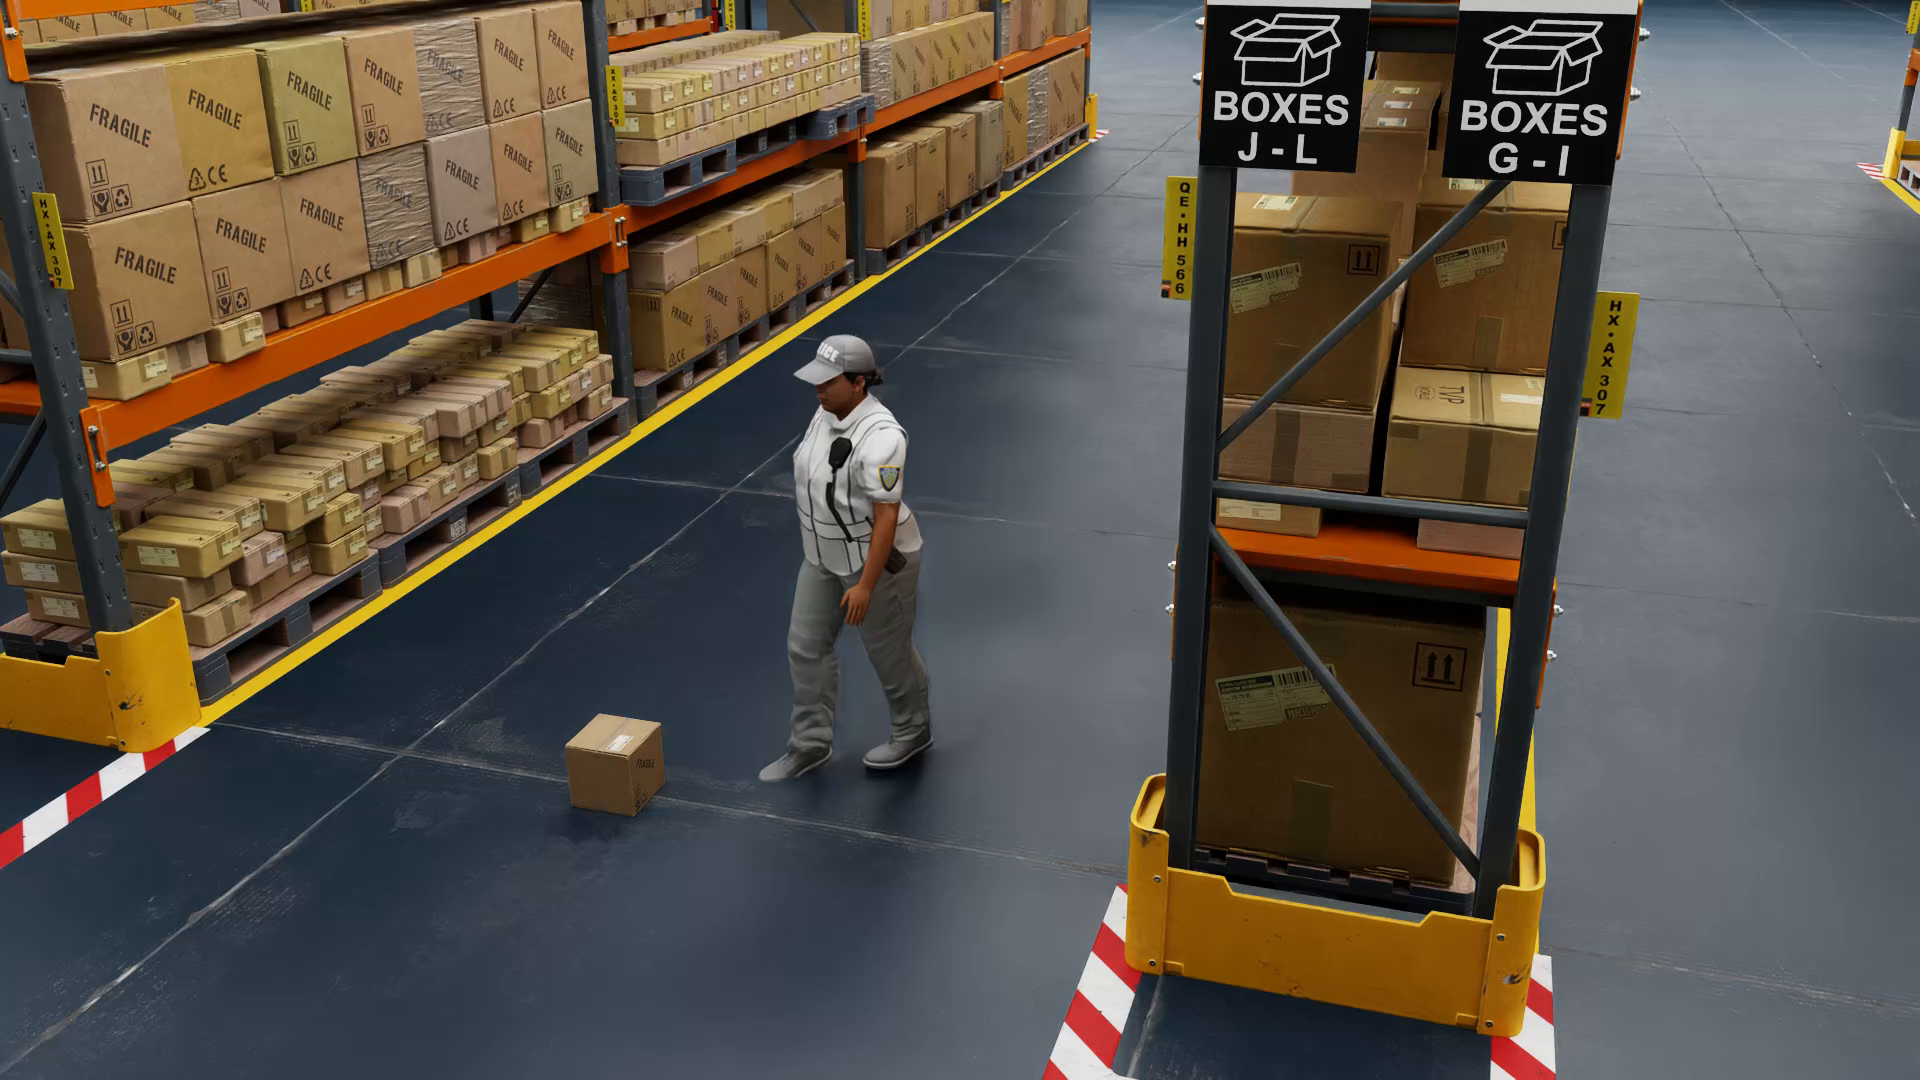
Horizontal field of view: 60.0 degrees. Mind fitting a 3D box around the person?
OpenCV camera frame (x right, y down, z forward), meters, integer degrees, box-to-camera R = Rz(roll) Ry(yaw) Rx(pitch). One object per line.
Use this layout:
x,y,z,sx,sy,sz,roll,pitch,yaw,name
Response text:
-0.378,0.106,5.856,0.613,1.707,0.503,-18,28,-37,person
